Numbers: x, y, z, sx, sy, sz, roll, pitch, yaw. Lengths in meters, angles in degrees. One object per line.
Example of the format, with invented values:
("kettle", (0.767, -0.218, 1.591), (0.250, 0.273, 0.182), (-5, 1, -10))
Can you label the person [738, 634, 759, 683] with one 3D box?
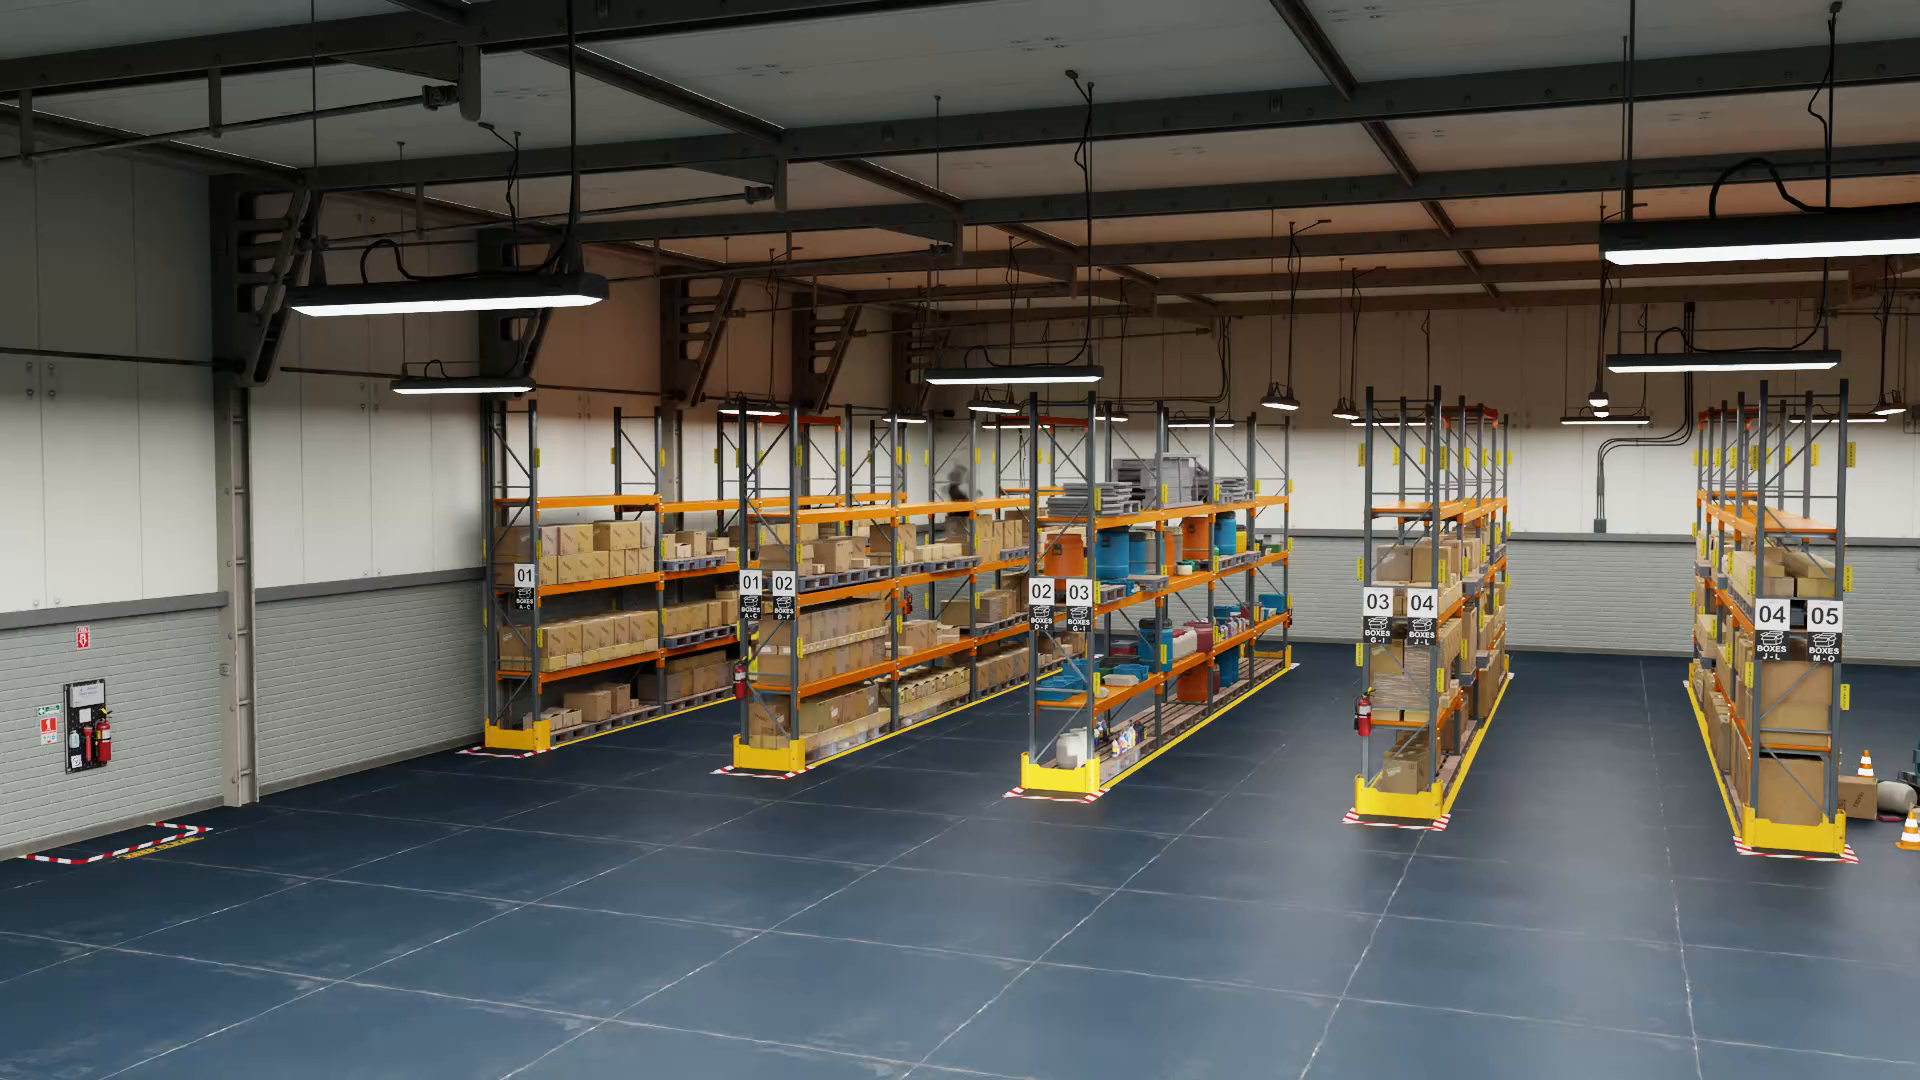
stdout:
("person", (-3.773, 2.605, 30.676), (0.673, 1.752, 0.923), (0, 3, 9))
